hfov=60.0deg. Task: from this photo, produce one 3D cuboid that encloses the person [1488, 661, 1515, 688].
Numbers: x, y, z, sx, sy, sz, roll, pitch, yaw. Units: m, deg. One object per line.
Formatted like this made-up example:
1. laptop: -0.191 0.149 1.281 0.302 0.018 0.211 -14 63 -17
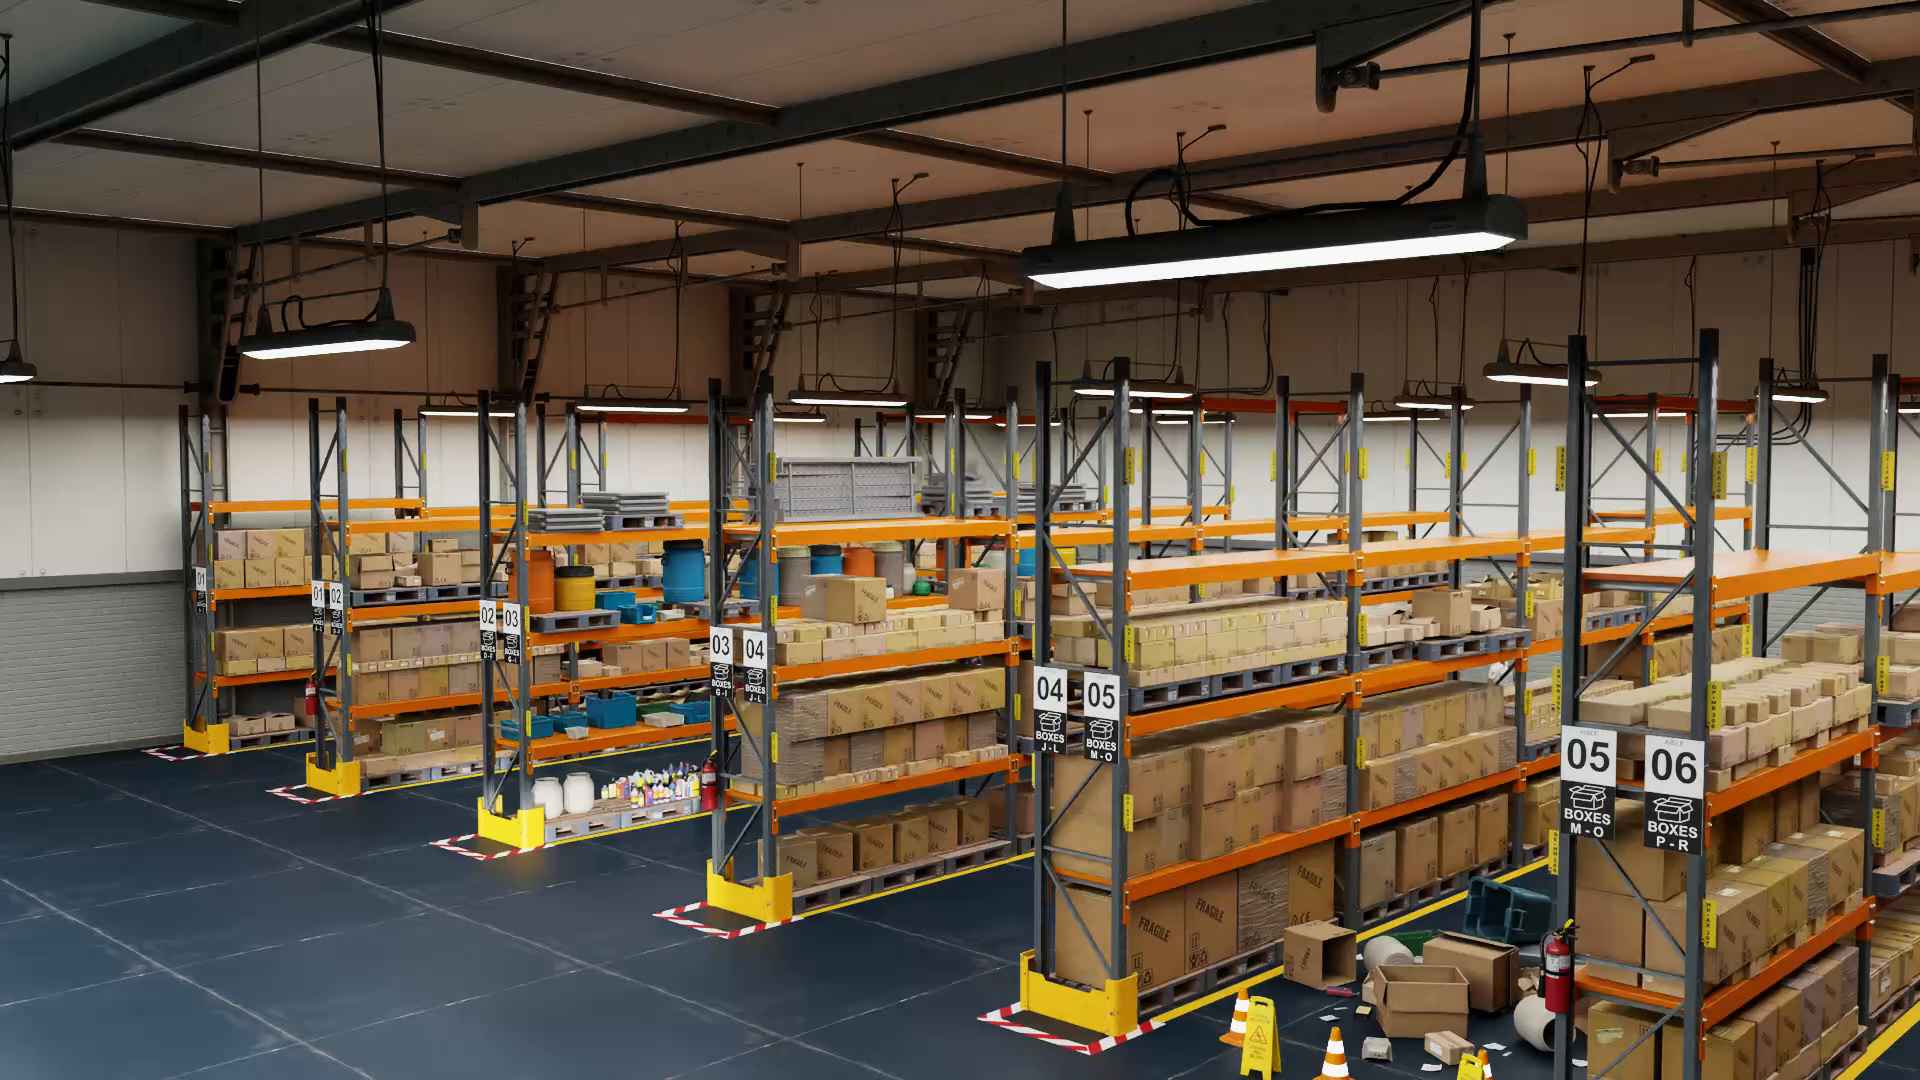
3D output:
1. person: 9.905 2.779 30.207 0.606 1.649 0.505 -1 3 -23
